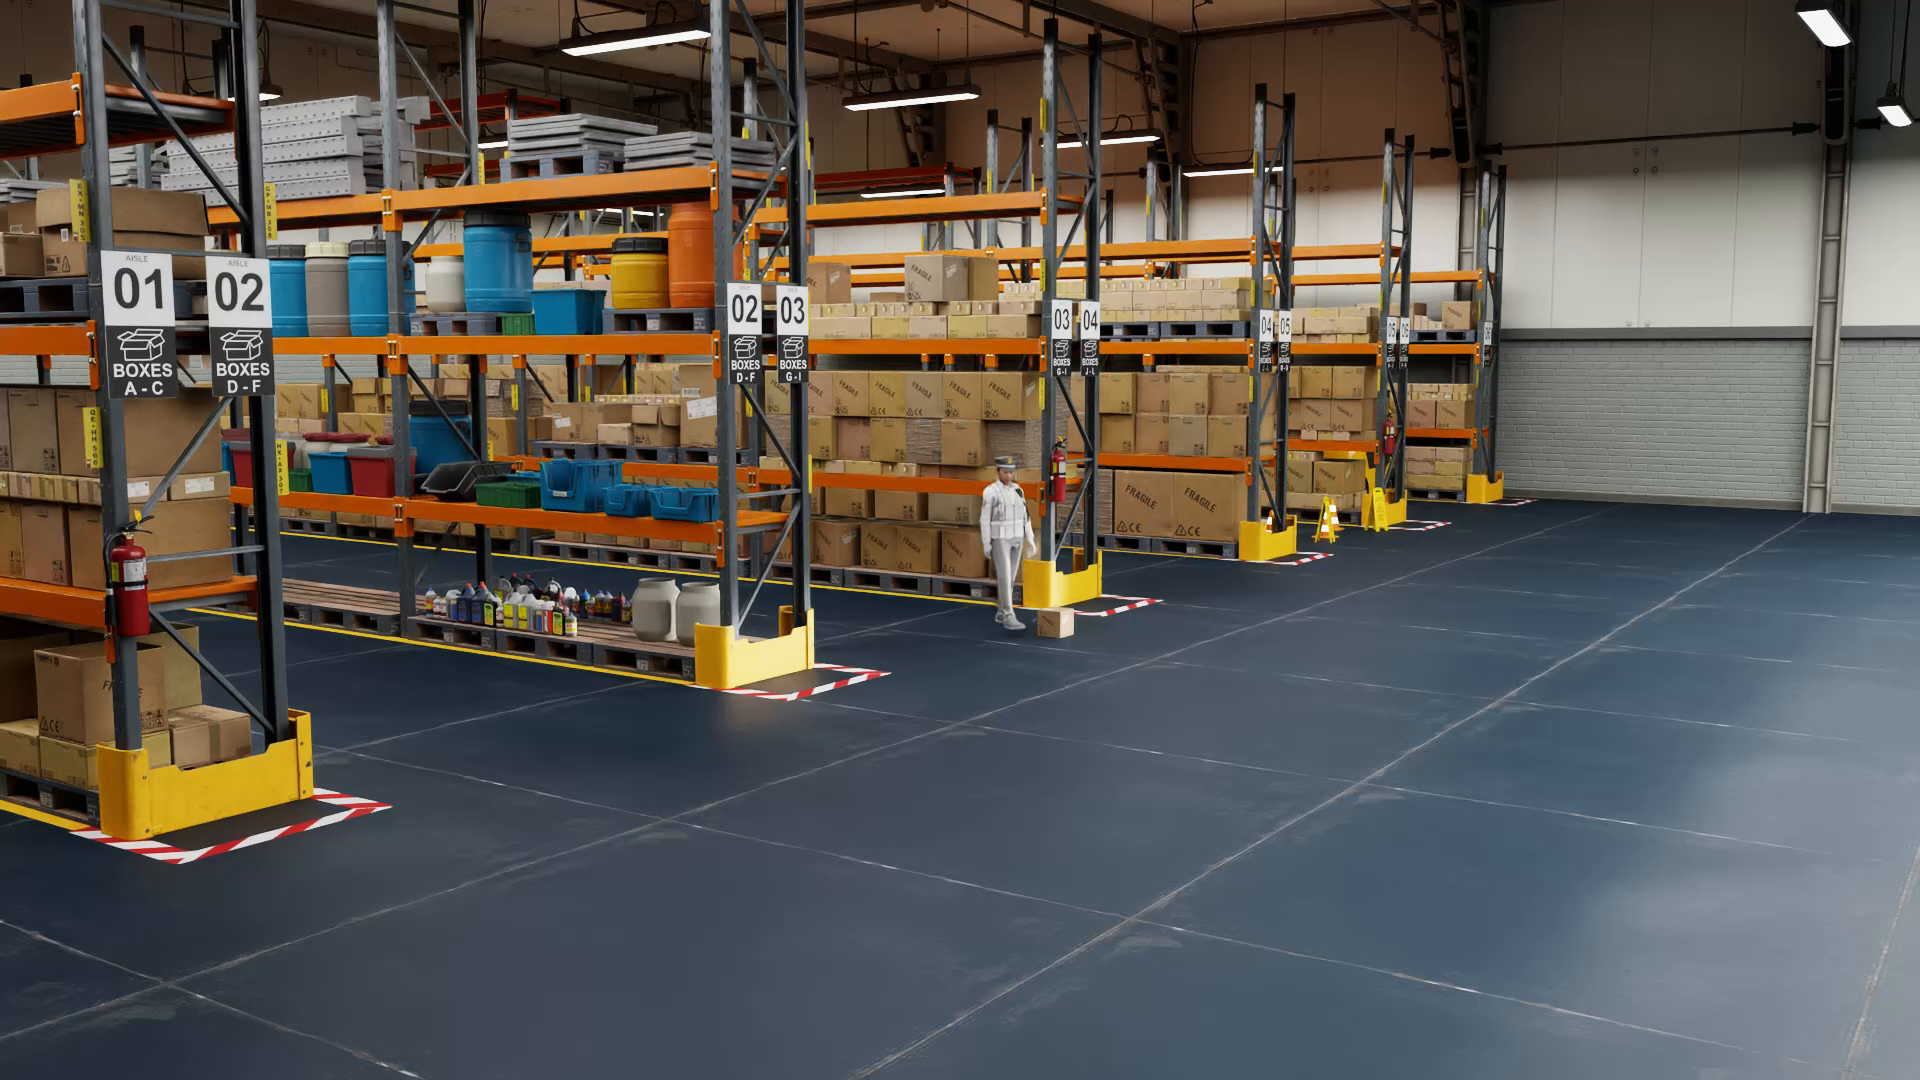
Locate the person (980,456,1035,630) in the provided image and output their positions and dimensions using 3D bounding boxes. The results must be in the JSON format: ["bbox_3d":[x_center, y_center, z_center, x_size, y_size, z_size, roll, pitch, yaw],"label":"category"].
[{"bbox_3d":[0.525,0.033,15.920,0.499,1.659,0.728,-5,8,-36],"label":"person"}]
